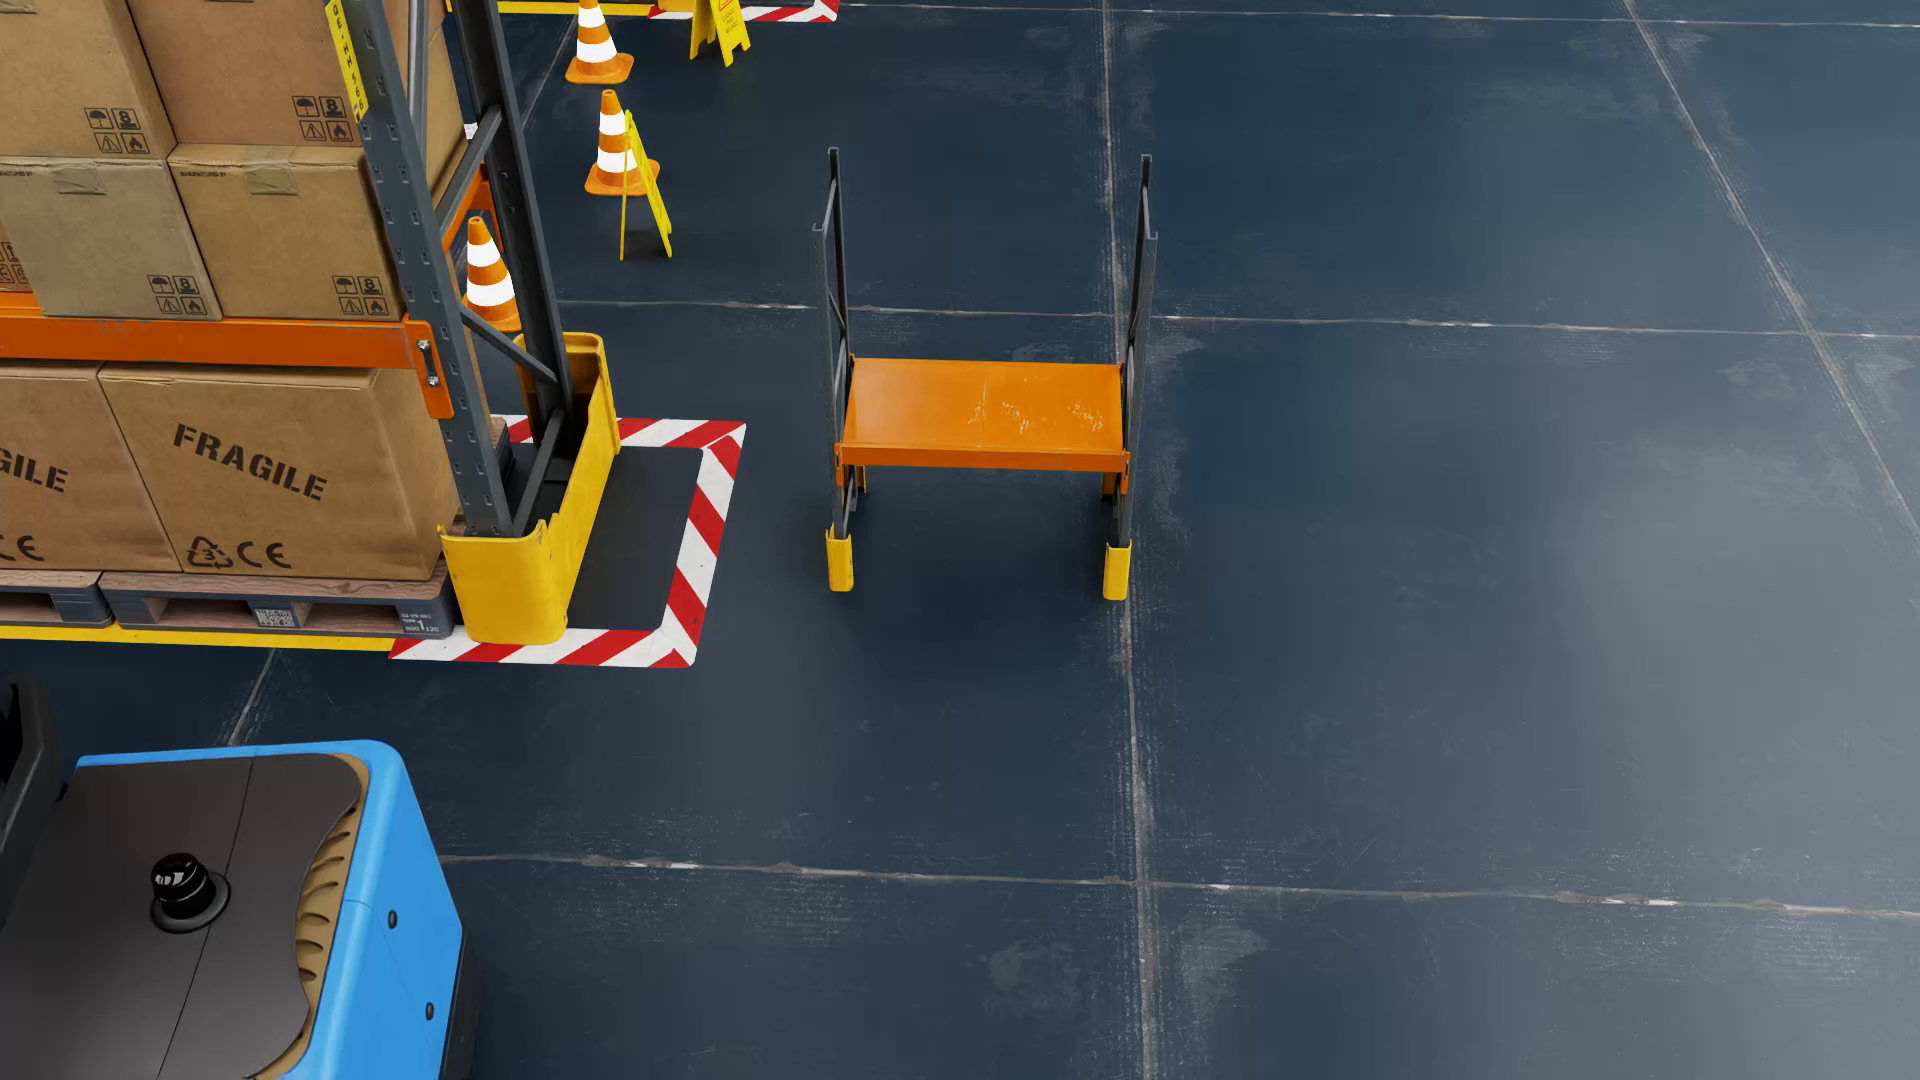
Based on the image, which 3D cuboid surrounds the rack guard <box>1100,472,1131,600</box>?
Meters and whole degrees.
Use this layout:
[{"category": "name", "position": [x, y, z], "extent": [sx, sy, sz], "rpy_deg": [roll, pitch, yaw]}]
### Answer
[{"category": "rack guard", "position": [0.574, -0.074, 6.146], "extent": [0.087, 0.250, 0.587], "rpy_deg": [2, 43, 2]}]

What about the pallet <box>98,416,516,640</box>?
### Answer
[{"category": "pallet", "position": [-2.380, -0.080, 6.181], "extent": [1.213, 0.211, 1.003], "rpy_deg": [2, 43, 2]}]

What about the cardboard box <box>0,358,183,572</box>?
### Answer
[{"category": "cardboard box", "position": [-3.137, -0.507, 5.844], "extent": [0.875, 0.875, 0.875], "rpy_deg": [1, 43, 1]}]

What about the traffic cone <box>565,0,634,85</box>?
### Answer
[{"category": "traffic cone", "position": [-1.943, -2.710, 8.819], "extent": [0.334, 0.463, 0.336], "rpy_deg": [2, 43, 2]}]

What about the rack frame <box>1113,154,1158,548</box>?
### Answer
[{"category": "rack frame", "position": [0.593, -0.531, 5.719], "extent": [0.032, 1.500, 0.500], "rpy_deg": [2, 43, 2]}]

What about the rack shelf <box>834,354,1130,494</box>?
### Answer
[{"category": "rack shelf", "position": [0.085, -0.415, 5.859], "extent": [1.000, 0.185, 0.538], "rpy_deg": [2, 43, 2]}]

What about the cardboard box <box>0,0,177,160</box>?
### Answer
[{"category": "cardboard box", "position": [-2.500, -1.571, 4.834], "extent": [0.550, 0.550, 0.875], "rpy_deg": [2, 43, 2]}]

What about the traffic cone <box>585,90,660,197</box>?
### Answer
[{"category": "traffic cone", "position": [-1.654, -1.943, 7.997], "extent": [0.334, 0.463, 0.336], "rpy_deg": [2, 43, 2]}]

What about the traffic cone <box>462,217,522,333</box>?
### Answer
[{"category": "traffic cone", "position": [-2.044, -1.184, 7.182], "extent": [0.334, 0.463, 0.336], "rpy_deg": [2, 43, 2]}]

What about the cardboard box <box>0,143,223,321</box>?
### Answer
[{"category": "cardboard box", "position": [-2.501, -1.167, 5.192], "extent": [0.550, 0.550, 0.875], "rpy_deg": [2, 43, 2]}]

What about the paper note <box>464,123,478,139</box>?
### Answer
[{"category": "paper note", "position": [-2.490, -2.090, 8.471], "extent": [0.142, 0.019, 0.148], "rpy_deg": [-12, 44, -13]}]

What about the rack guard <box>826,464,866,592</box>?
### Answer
[{"category": "rack guard", "position": [-0.421, -0.104, 6.179], "extent": [0.087, 0.250, 0.587], "rpy_deg": [2, 43, 2]}]

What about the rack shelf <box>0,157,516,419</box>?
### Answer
[{"category": "rack shelf", "position": [-3.576, -0.928, 5.573], "extent": [4.000, 0.370, 1.077], "rpy_deg": [2, 43, 2]}]

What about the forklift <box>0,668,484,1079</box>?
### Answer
[{"category": "forklift", "position": [-2.848, 0.611, 3.443], "extent": [3.031, 2.935, 1.130], "rpy_deg": [-3, 43, -3]}]

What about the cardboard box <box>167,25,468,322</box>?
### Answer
[{"category": "cardboard box", "position": [-1.950, -1.165, 5.190], "extent": [0.550, 0.550, 0.875], "rpy_deg": [2, 43, 2]}]

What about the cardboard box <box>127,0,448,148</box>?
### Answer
[{"category": "cardboard box", "position": [-1.947, -1.617, 4.883], "extent": [0.550, 0.550, 0.875], "rpy_deg": [2, 43, 2]}]

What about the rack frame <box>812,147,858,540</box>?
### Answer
[{"category": "rack frame", "position": [-0.423, -0.562, 5.753], "extent": [0.032, 1.500, 0.500], "rpy_deg": [2, 43, 2]}]

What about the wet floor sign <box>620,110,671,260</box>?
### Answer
[{"category": "wet floor sign", "position": [-1.459, -1.615, 7.511], "extent": [0.232, 0.644, 0.267], "rpy_deg": [-5, 43, -5]}]

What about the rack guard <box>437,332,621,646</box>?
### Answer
[{"category": "rack guard", "position": [-1.554, -0.214, 6.113], "extent": [0.348, 0.500, 1.175], "rpy_deg": [2, 43, 2]}]

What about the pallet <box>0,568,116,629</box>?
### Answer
[{"category": "pallet", "position": [-3.595, -0.120, 6.224], "extent": [1.213, 0.211, 1.003], "rpy_deg": [2, 43, 2]}]

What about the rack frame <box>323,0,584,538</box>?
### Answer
[{"category": "rack frame", "position": [-1.578, -1.129, 5.262], "extent": [0.127, 3.000, 1.000], "rpy_deg": [2, 43, 2]}]

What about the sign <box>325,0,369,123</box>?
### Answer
[{"category": "sign", "position": [-1.616, -1.271, 4.390], "extent": [0.005, 0.325, 0.100], "rpy_deg": [2, 43, 2]}]

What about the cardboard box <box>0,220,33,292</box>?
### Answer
[{"category": "cardboard box", "position": [-3.055, -1.269, 5.302], "extent": [0.550, 0.550, 0.875], "rpy_deg": [2, 43, 2]}]

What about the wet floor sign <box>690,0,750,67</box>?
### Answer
[{"category": "wet floor sign", "position": [-1.314, -2.907, 8.897], "extent": [0.232, 0.644, 0.267], "rpy_deg": [16, 45, 16]}]

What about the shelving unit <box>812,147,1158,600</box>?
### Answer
[{"category": "shelving unit", "position": [0.076, -0.546, 5.736], "extent": [1.083, 1.500, 0.587], "rpy_deg": [2, 43, 2]}]

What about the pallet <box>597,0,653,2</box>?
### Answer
[{"category": "pallet", "position": [-2.341, -3.534, 9.889], "extent": [1.213, 0.211, 1.003], "rpy_deg": [2, 43, 2]}]

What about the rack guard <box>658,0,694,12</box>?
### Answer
[{"category": "rack guard", "position": [-1.531, -3.591, 9.738], "extent": [0.348, 0.500, 1.175], "rpy_deg": [2, 43, 2]}]

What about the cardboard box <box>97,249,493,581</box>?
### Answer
[{"category": "cardboard box", "position": [-2.258, -0.481, 5.817], "extent": [0.875, 0.875, 0.875], "rpy_deg": [2, 43, 2]}]
